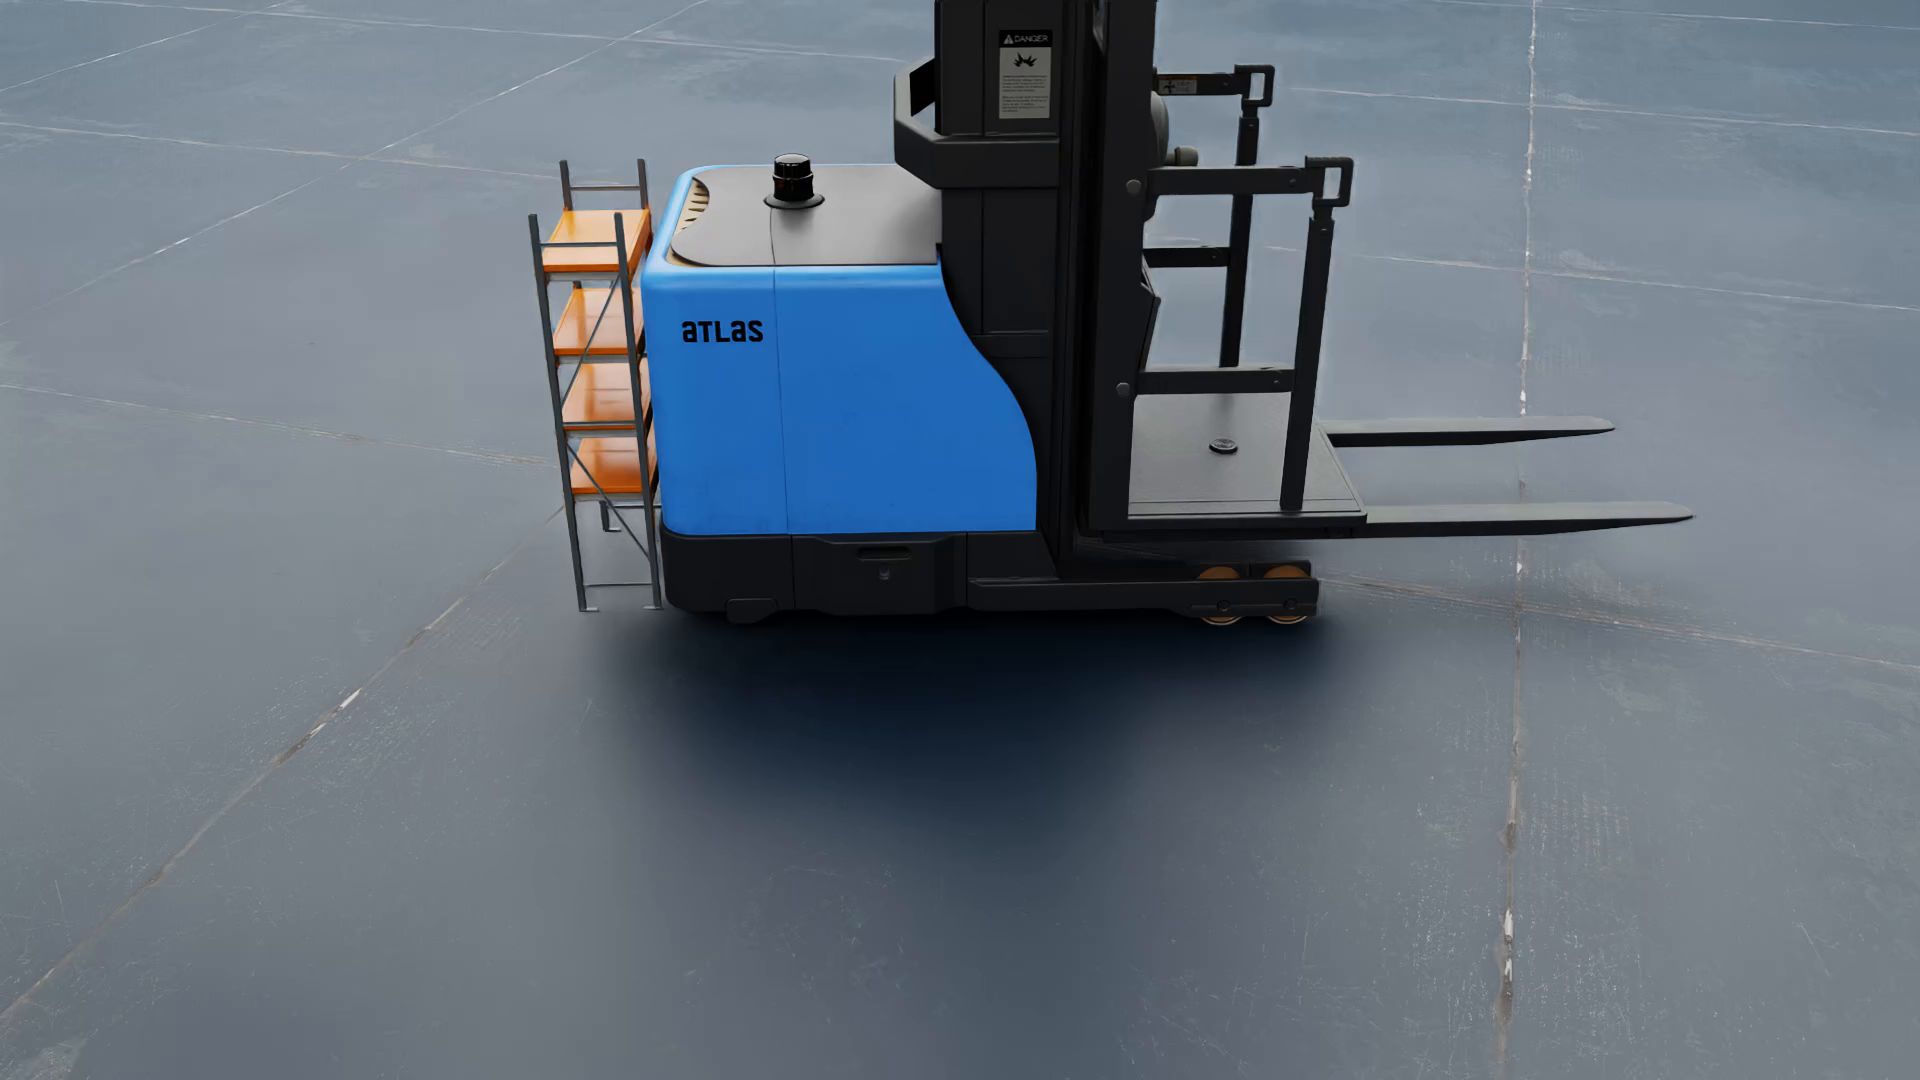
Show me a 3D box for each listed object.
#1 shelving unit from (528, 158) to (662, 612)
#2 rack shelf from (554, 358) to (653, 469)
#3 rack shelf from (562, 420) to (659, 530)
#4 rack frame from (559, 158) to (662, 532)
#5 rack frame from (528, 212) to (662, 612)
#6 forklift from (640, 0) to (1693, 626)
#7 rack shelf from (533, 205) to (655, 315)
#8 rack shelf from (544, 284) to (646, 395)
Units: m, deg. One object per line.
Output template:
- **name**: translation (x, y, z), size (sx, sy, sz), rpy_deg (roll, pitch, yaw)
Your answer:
- **shelving unit**: translation (-1.006, -0.438, 4.802), size (0.258, 1.200, 0.503), rpy_deg (-1, 29, -2)
- **rack shelf**: translation (-1.006, -0.379, 4.835), size (0.258, 0.148, 0.480), rpy_deg (-1, 29, -2)
- **rack shelf**: translation (-1.006, -0.205, 4.932), size (0.258, 0.148, 0.480), rpy_deg (-1, 29, -2)
- **rack frame**: translation (-1.017, -0.556, 5.015), size (0.240, 1.200, 0.015), rpy_deg (-1, 29, -2)
- **rack frame**: translation (-0.995, -0.319, 4.589), size (0.240, 1.200, 0.015), rpy_deg (-1, 29, -2)
- **forklift**: translation (0.647, -1.292, 4.558), size (3.031, 2.935, 1.130), rpy_deg (-1, 29, -2)
- **rack shelf**: translation (-1.006, -0.781, 4.611), size (0.258, 0.148, 0.480), rpy_deg (-1, 29, -2)
- **rack shelf**: translation (-1.006, -0.574, 4.726), size (0.258, 0.148, 0.480), rpy_deg (-1, 29, -2)
